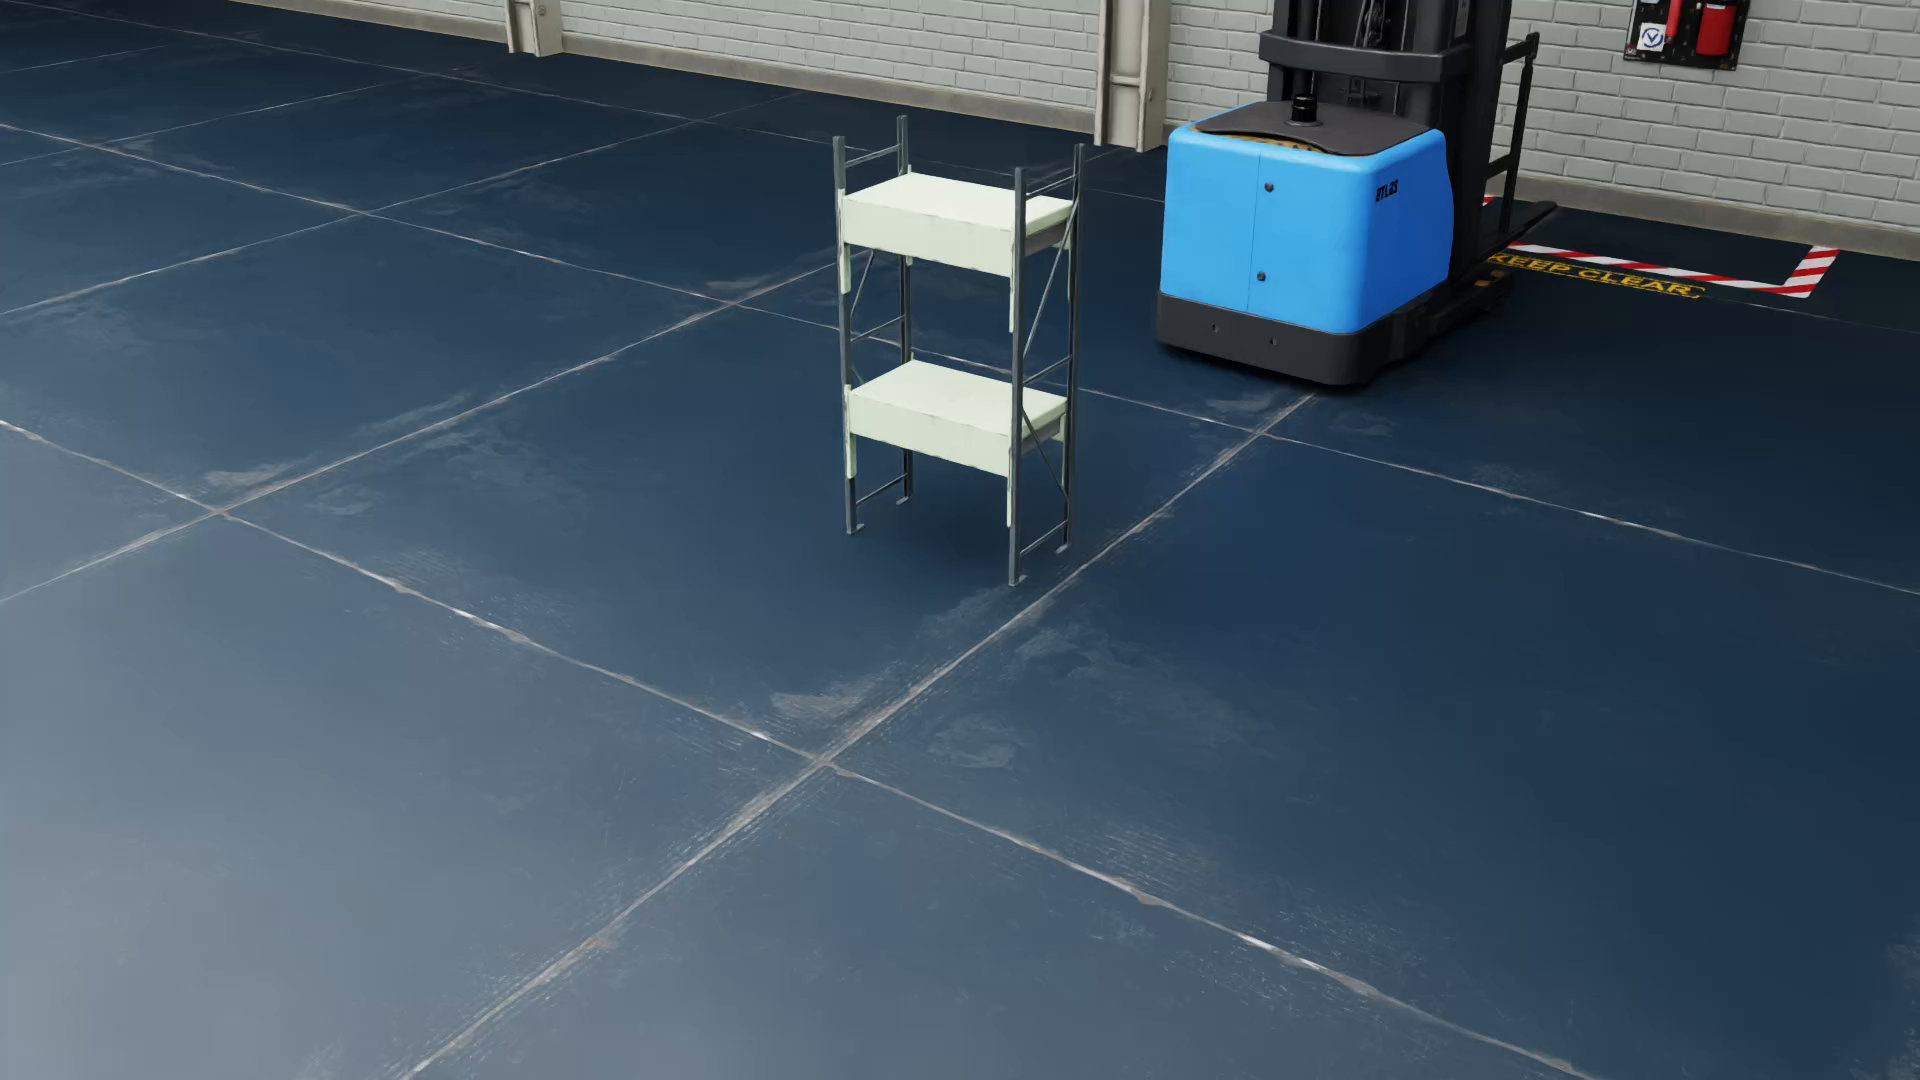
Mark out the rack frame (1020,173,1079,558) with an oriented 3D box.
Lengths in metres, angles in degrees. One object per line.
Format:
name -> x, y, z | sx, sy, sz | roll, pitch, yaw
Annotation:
rack frame -> 0.295, -0.576, 5.728 | 0.010, 1.308, 0.380 | 17, 32, 30

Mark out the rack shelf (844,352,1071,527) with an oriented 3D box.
rack shelf -> -0.006, -0.380, 6.061 | 0.720, 0.370, 0.431 | 17, 32, 30

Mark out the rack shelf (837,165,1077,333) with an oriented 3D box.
rack shelf -> -0.006, -1.018, 5.736 | 0.720, 0.370, 0.431 | 17, 32, 30

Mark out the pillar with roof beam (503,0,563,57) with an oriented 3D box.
pillar with roof beam -> -6.192, -6.736, 9.565 | 0.400, 9.000, 9.100 | 17, 32, 30

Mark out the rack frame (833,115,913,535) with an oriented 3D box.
rack frame -> -0.307, -0.764, 6.098 | 0.023, 1.500, 0.400 | 17, 32, 30

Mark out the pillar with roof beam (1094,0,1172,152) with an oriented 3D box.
pillar with roof beam -> -1.246, -5.196, 6.538 | 0.400, 9.000, 9.100 | 17, 32, 30

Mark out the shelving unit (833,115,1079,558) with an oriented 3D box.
shelving unit -> -0.008, -0.671, 5.915 | 0.748, 1.500, 0.431 | 17, 32, 30

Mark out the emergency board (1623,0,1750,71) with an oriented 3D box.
emergency board -> 4.122, -3.239, 9.308 | 0.643, 1.169, 0.194 | 17, 32, 30
